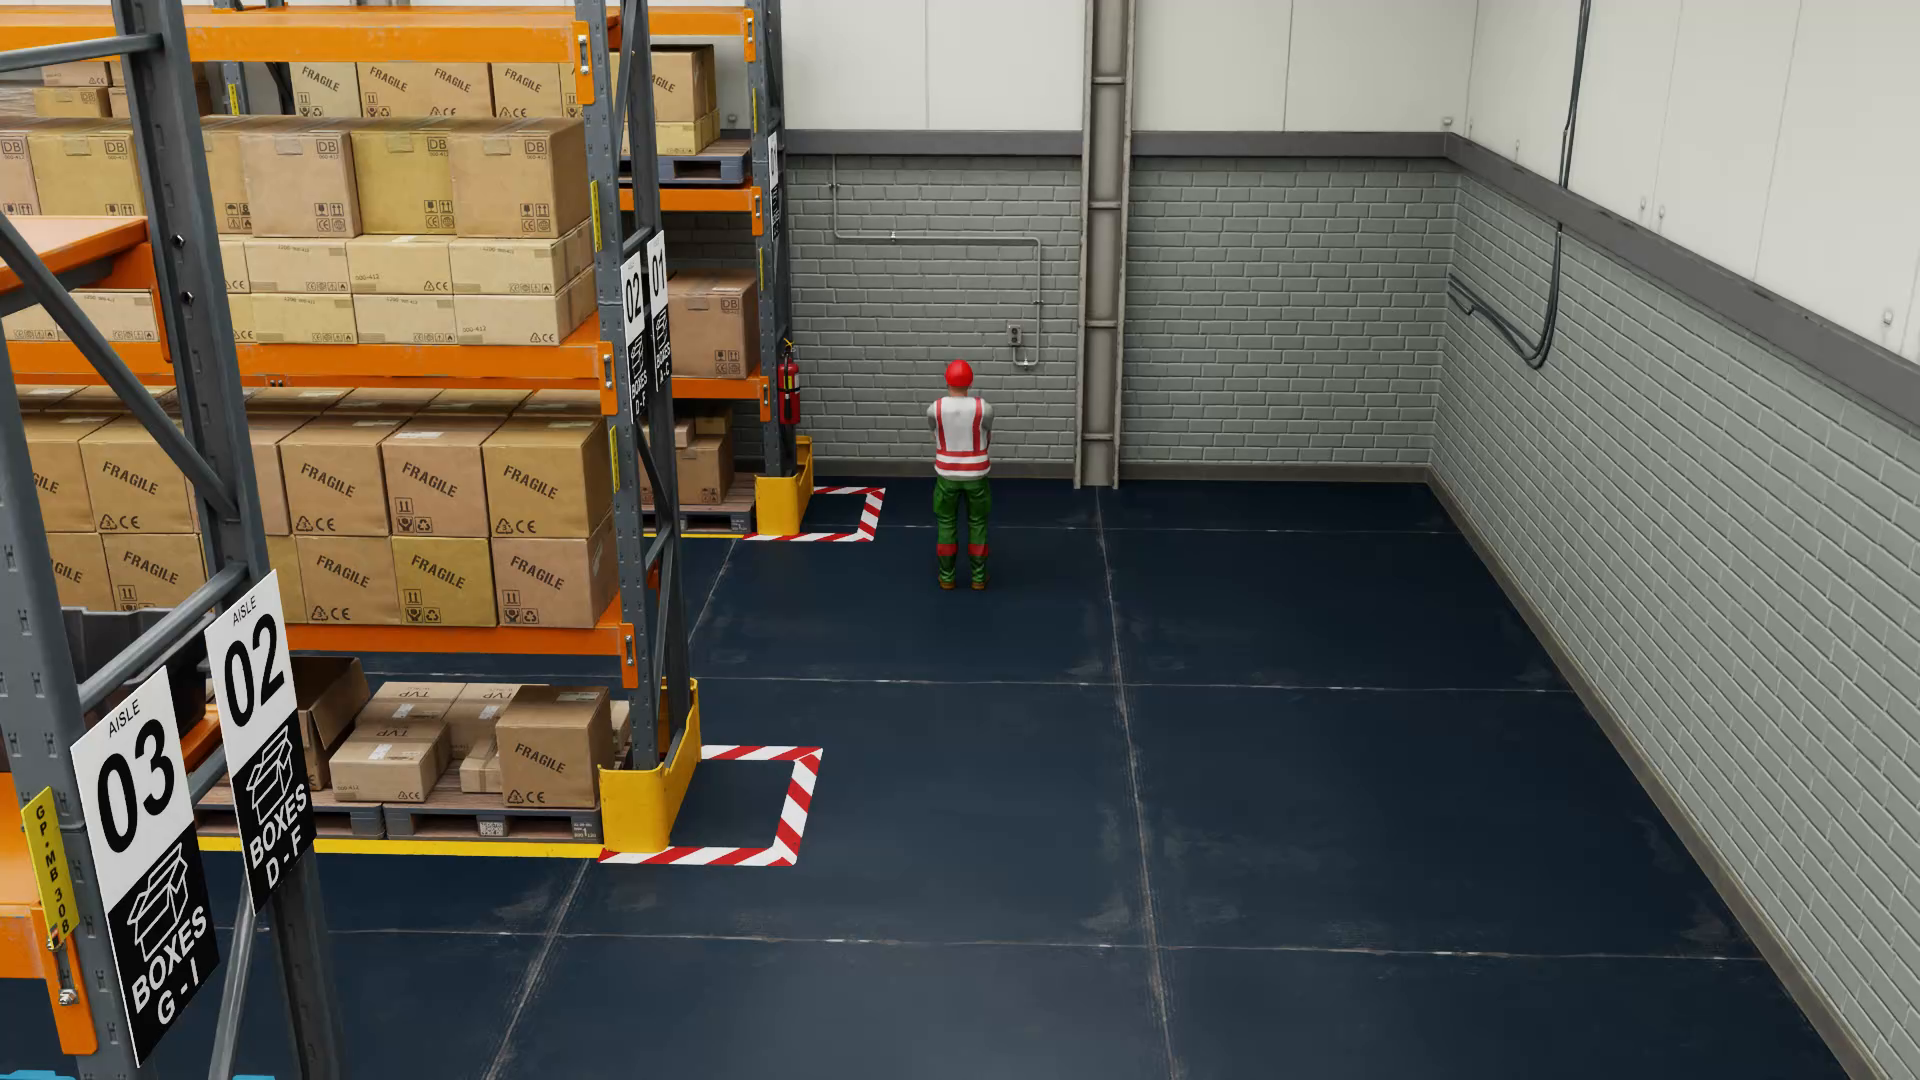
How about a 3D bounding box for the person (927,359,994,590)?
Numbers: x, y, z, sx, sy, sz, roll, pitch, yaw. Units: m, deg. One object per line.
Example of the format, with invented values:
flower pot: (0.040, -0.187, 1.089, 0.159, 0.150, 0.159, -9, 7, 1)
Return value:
person: (0.010, -0.522, 12.443, 0.494, 1.782, 0.561, 1, 21, 3)
